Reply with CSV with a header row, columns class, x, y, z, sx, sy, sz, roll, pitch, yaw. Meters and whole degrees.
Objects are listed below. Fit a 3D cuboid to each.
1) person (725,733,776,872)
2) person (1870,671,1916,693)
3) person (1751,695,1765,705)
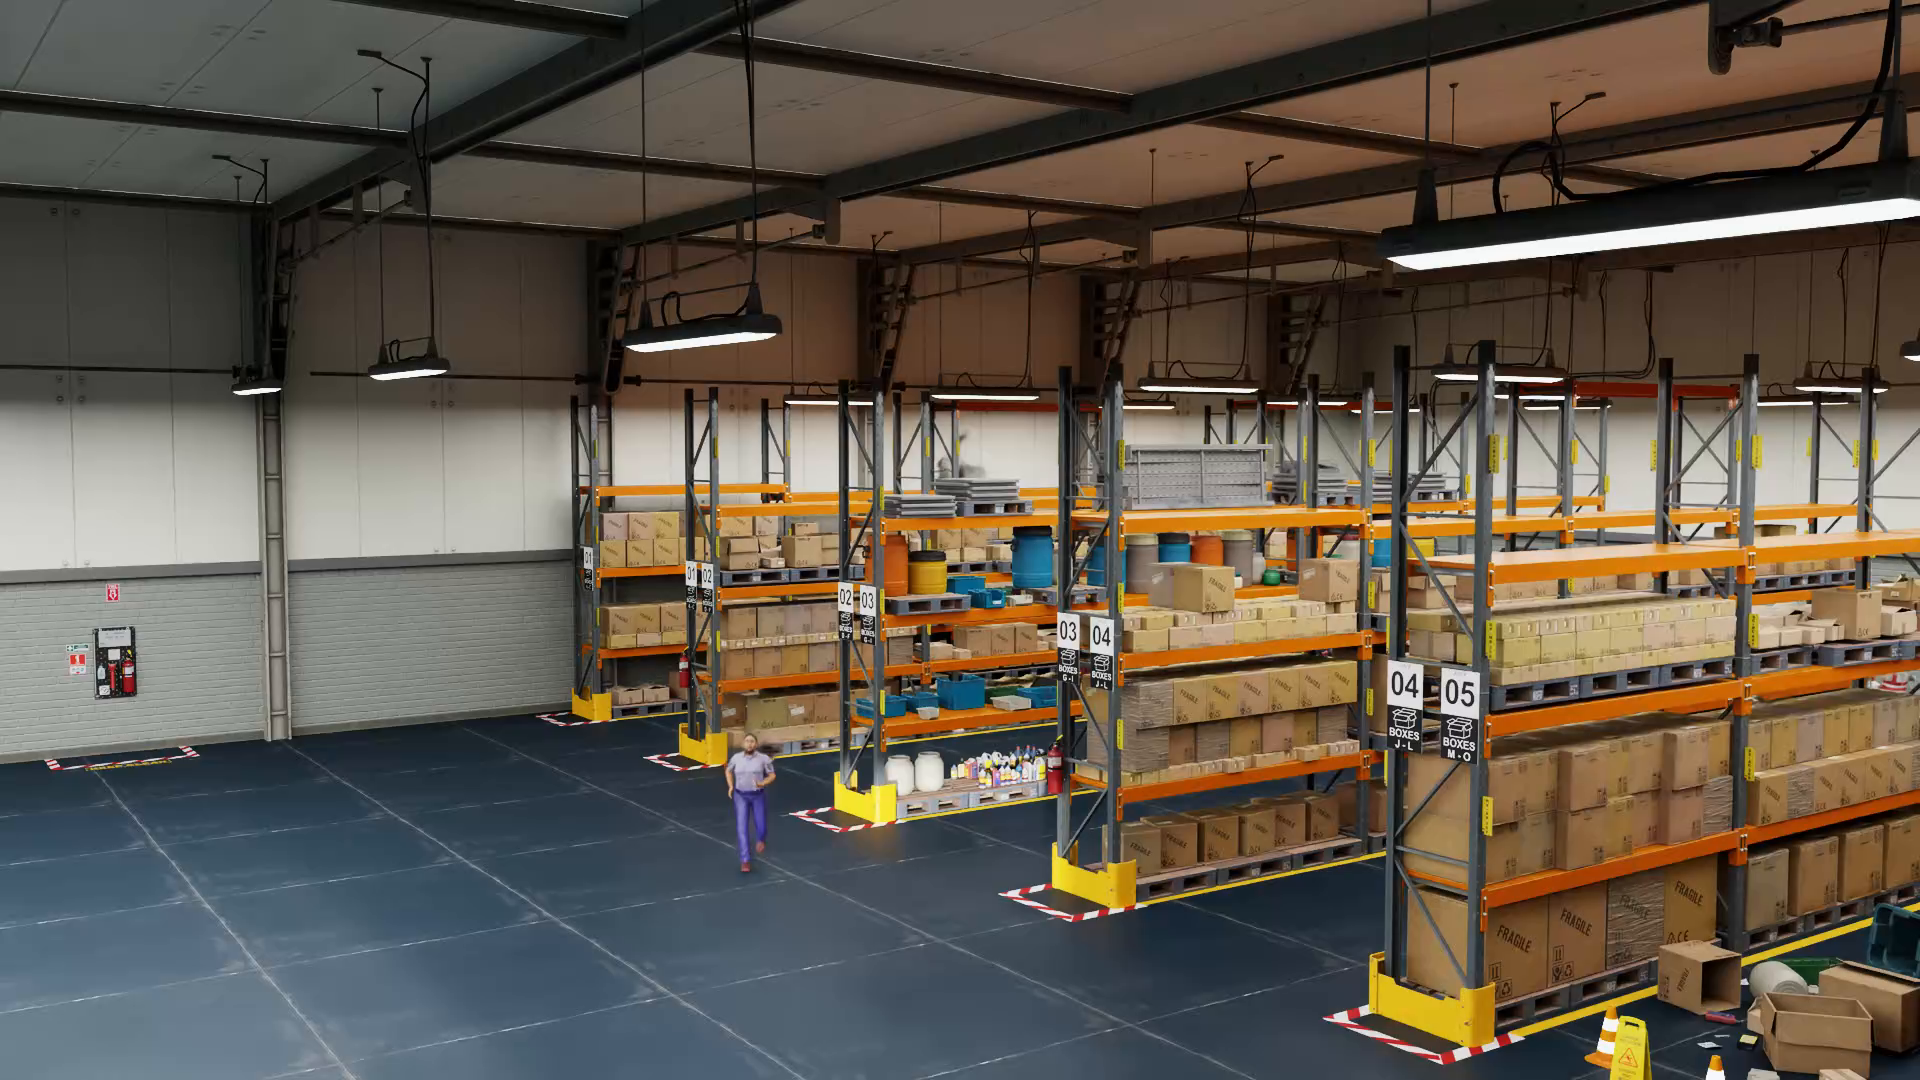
class,x,y,z,sx,sy,sz,roll,pitch,yaw
person,-2.546,3.142,20.160,0.620,1.613,0.804,0,3,-3
person,15.633,2.589,27.893,0.692,1.824,0.869,-1,4,-23
person,10.996,2.942,23.123,0.735,1.656,0.613,-2,4,-36
